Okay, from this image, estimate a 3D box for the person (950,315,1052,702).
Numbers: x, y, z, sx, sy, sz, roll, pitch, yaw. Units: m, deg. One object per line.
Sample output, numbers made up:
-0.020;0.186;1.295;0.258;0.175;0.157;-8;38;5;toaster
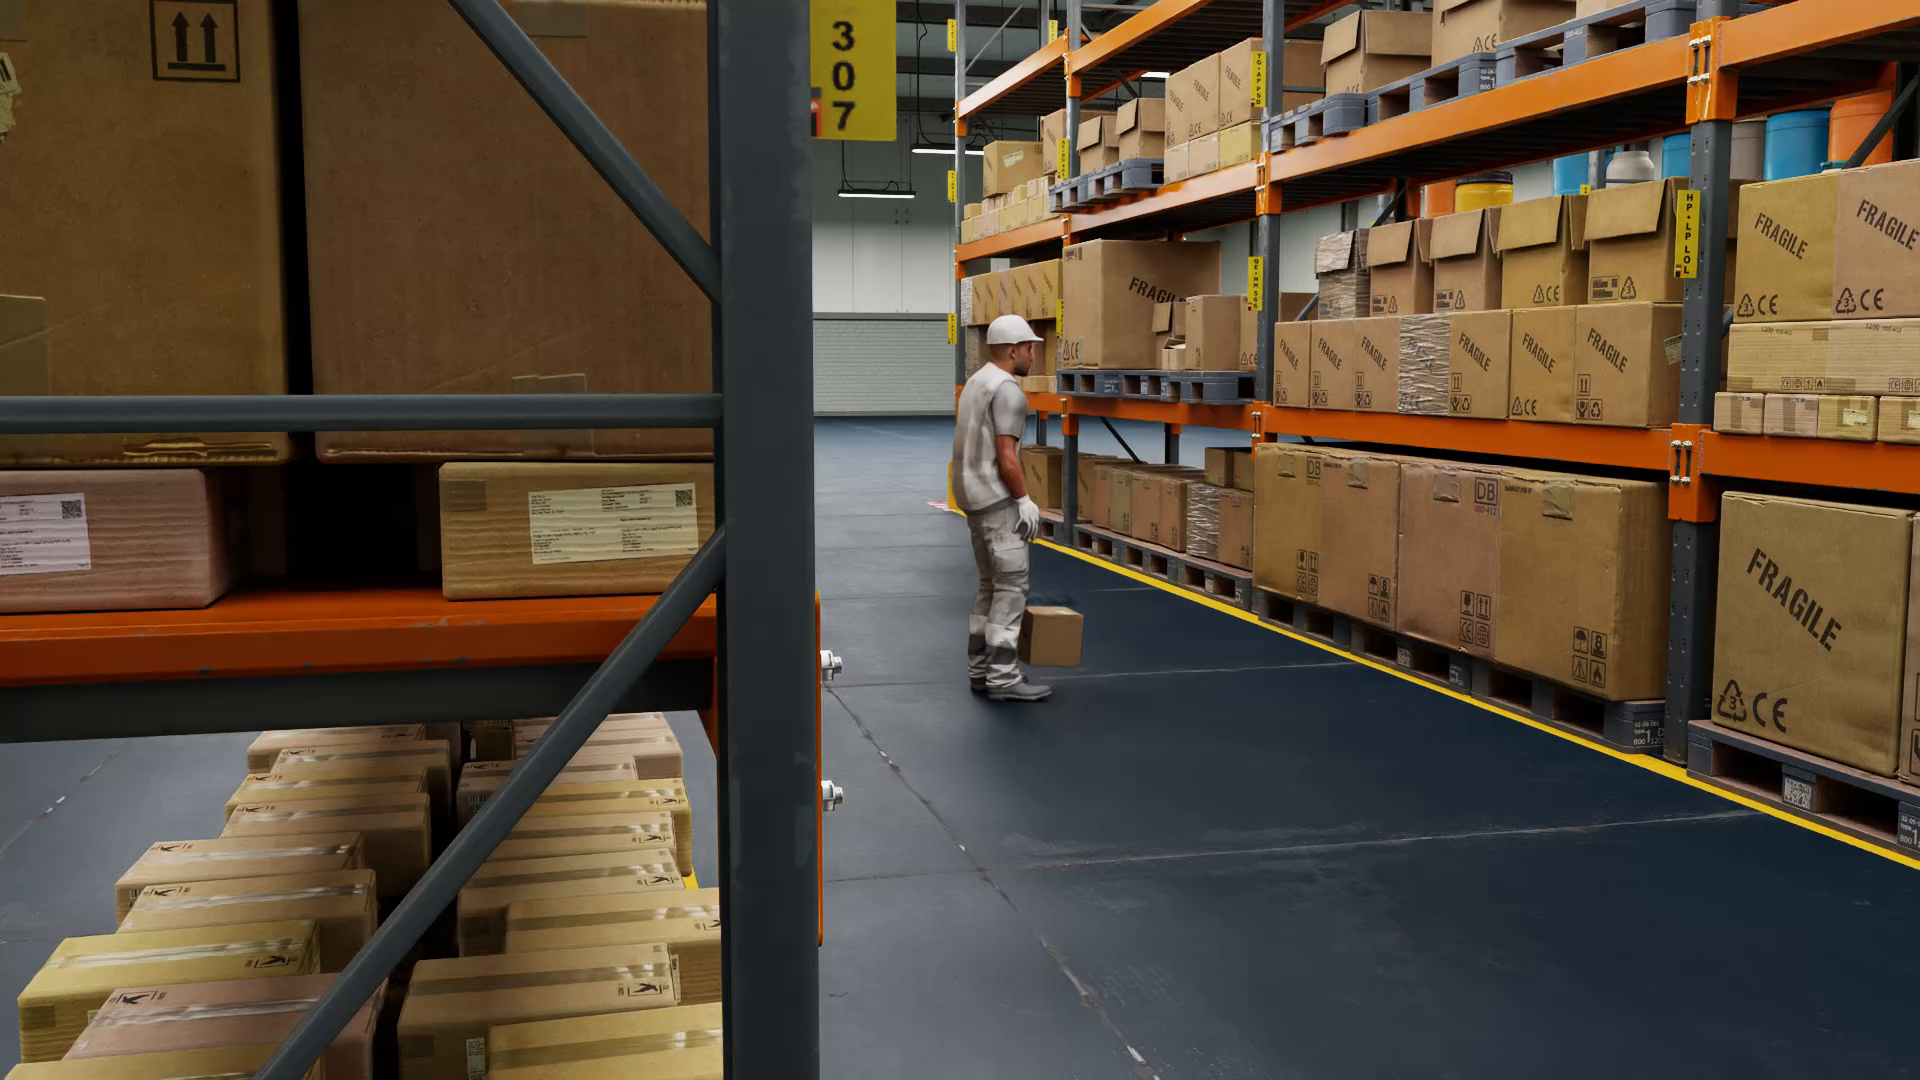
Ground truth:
0.191;-0.158;7.810;0.435;1.781;0.568;-2;6;-16;person
